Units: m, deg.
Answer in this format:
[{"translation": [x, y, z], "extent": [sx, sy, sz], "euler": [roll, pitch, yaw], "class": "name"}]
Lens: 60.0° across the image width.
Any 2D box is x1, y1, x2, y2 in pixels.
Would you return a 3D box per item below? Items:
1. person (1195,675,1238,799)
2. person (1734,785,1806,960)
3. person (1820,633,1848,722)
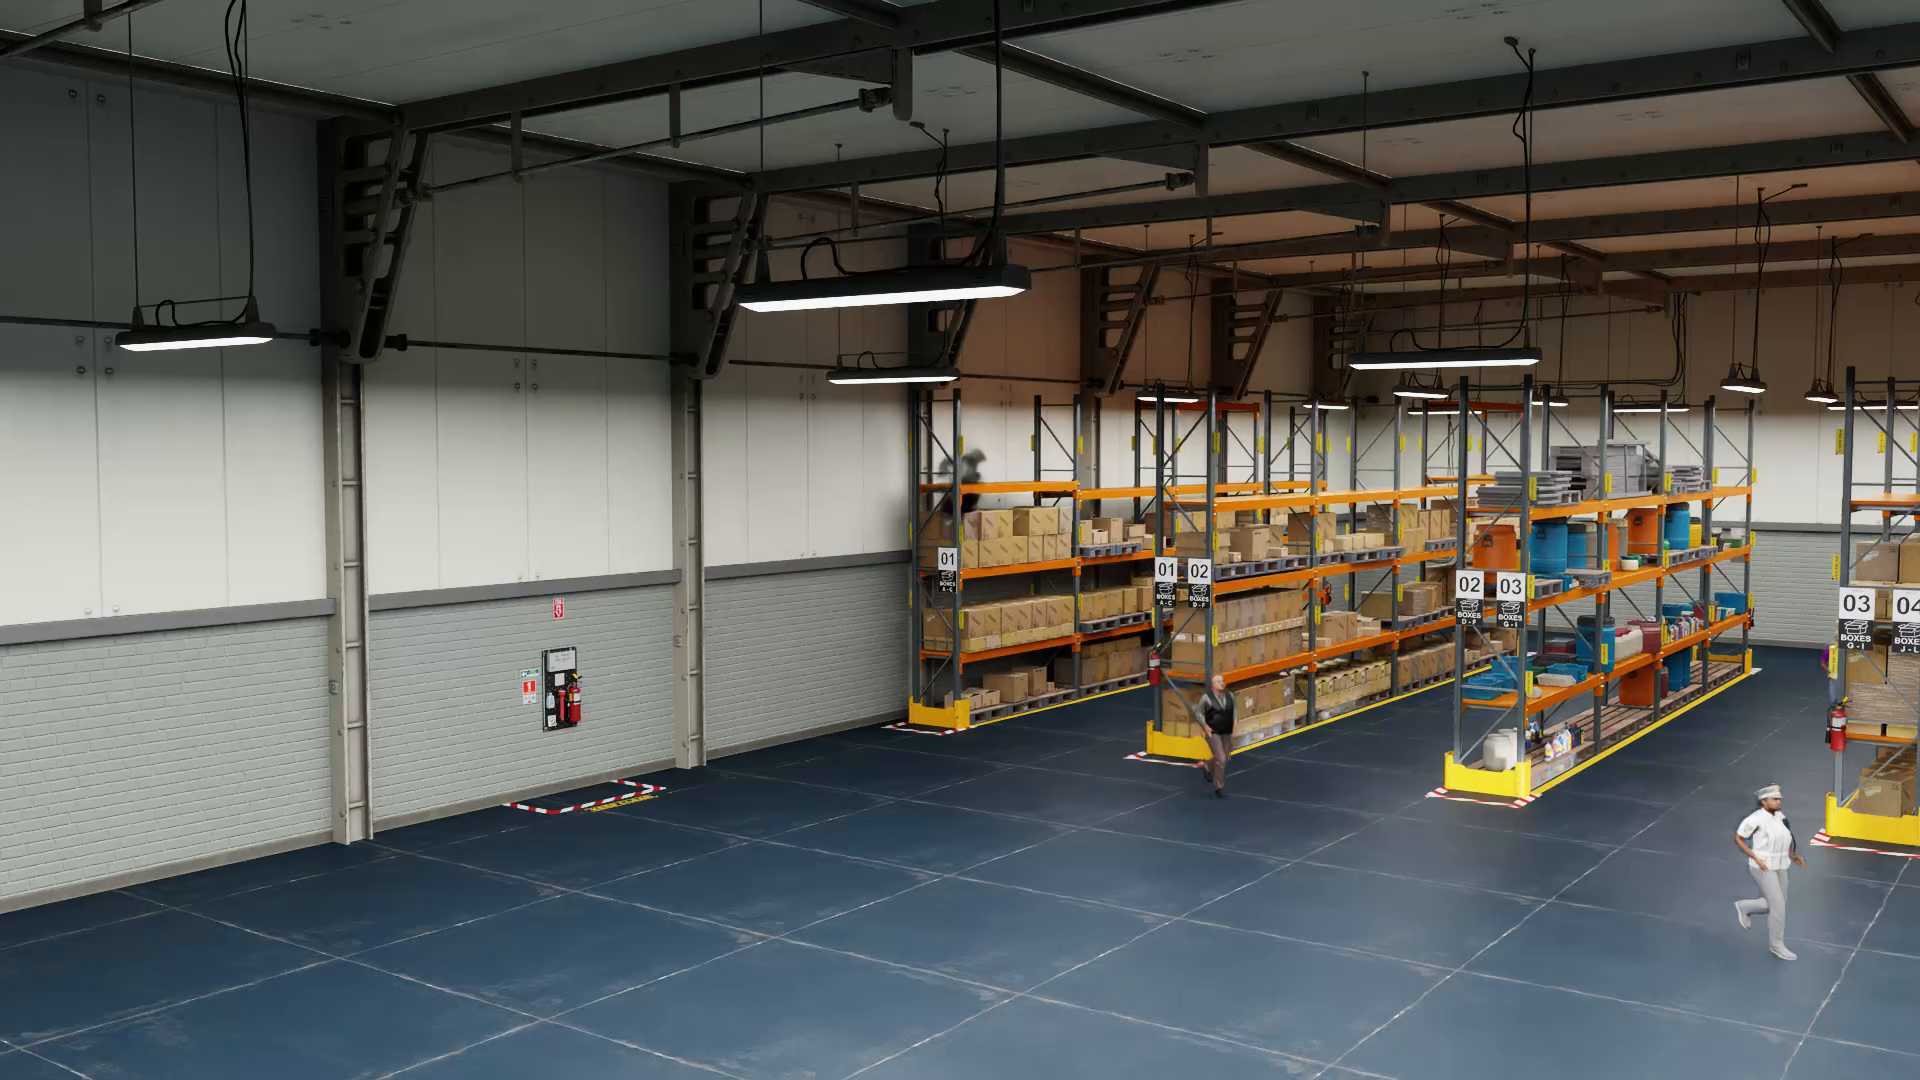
[{"translation": [3.680, 2.788, 23.913], "extent": [0.662, 1.730, 0.783], "euler": [-1, 4, -22], "class": "person"}, {"translation": [7.967, 3.242, 16.469], "extent": [0.577, 1.686, 0.760], "euler": [-1, 4, -24], "class": "person"}, {"translation": [15.604, 2.463, 29.475], "extent": [0.698, 1.723, 0.579], "euler": [3, 4, 38], "class": "person"}]
